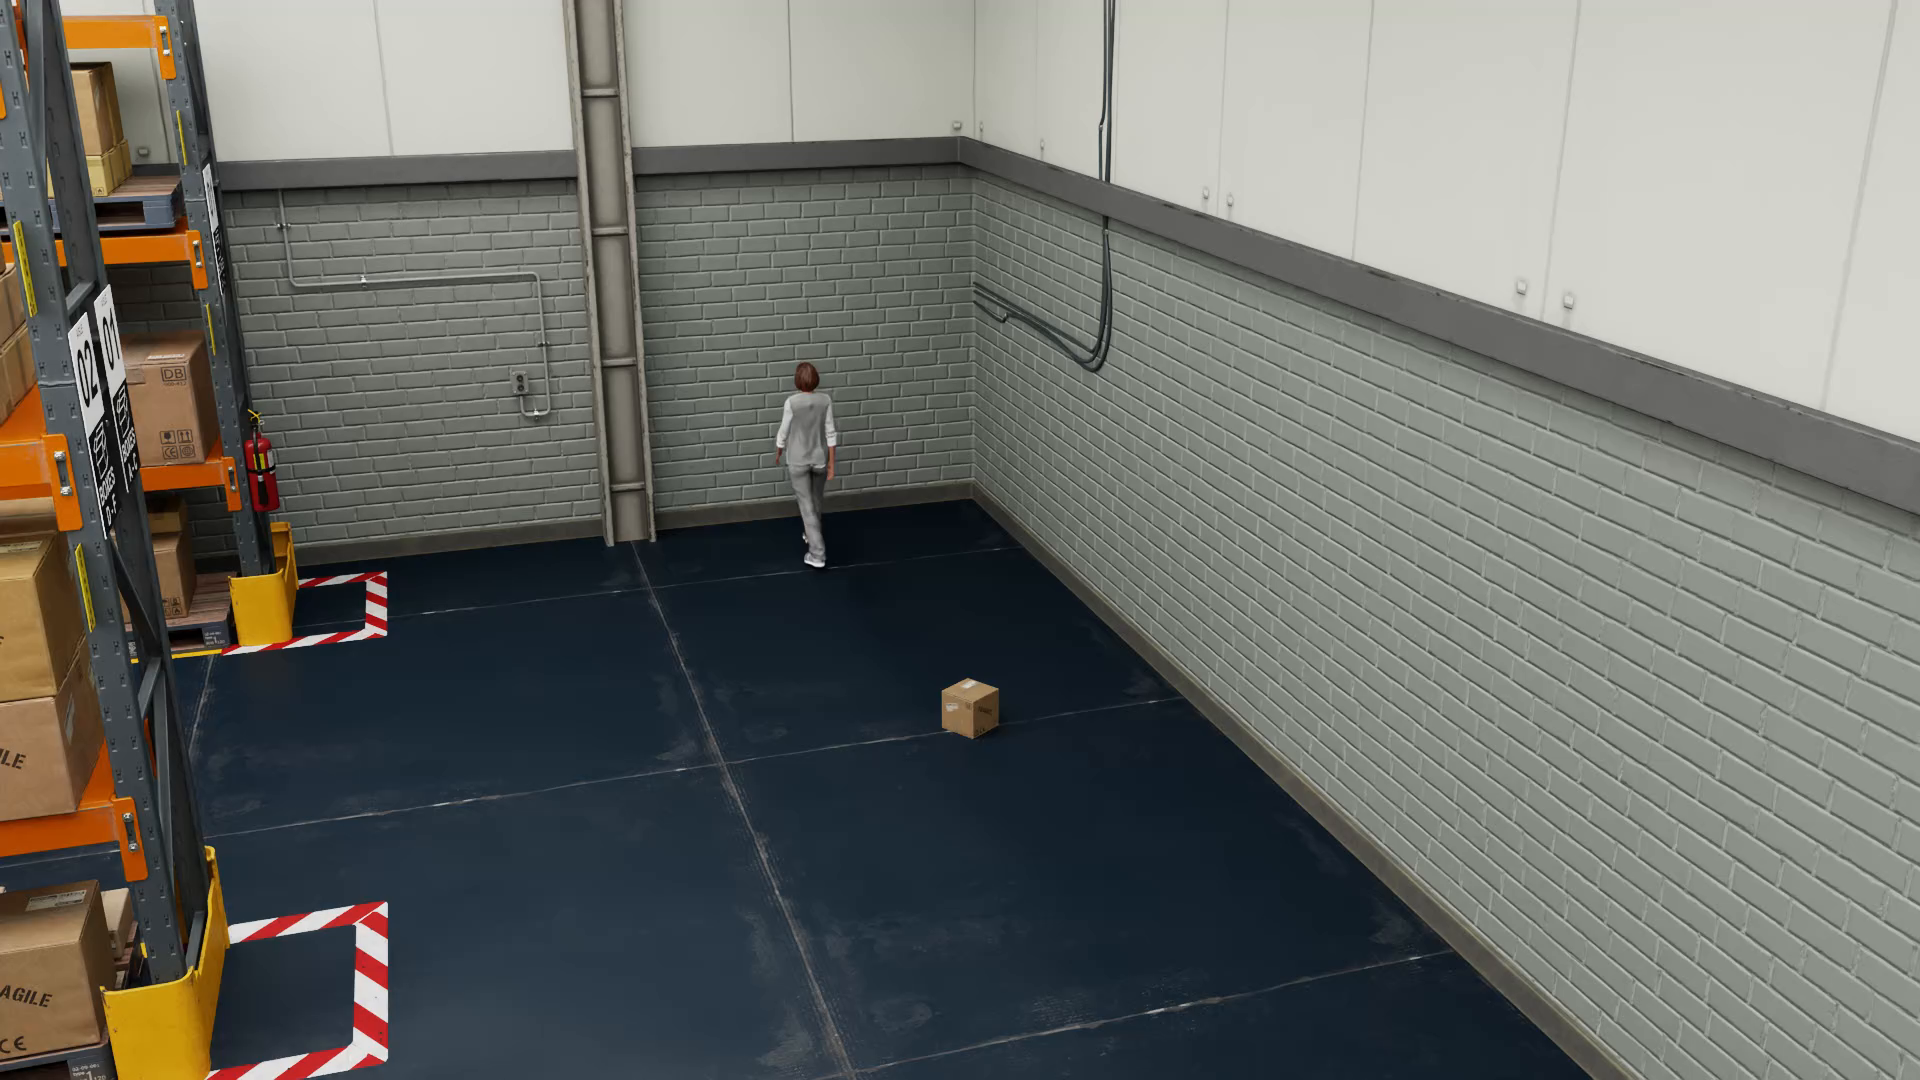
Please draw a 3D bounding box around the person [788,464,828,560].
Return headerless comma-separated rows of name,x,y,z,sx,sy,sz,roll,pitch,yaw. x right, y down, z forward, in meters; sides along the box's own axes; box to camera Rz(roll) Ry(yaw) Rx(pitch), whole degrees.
person,-1.167,-0.326,12.868,0.351,0.800,0.708,-8,21,-22
